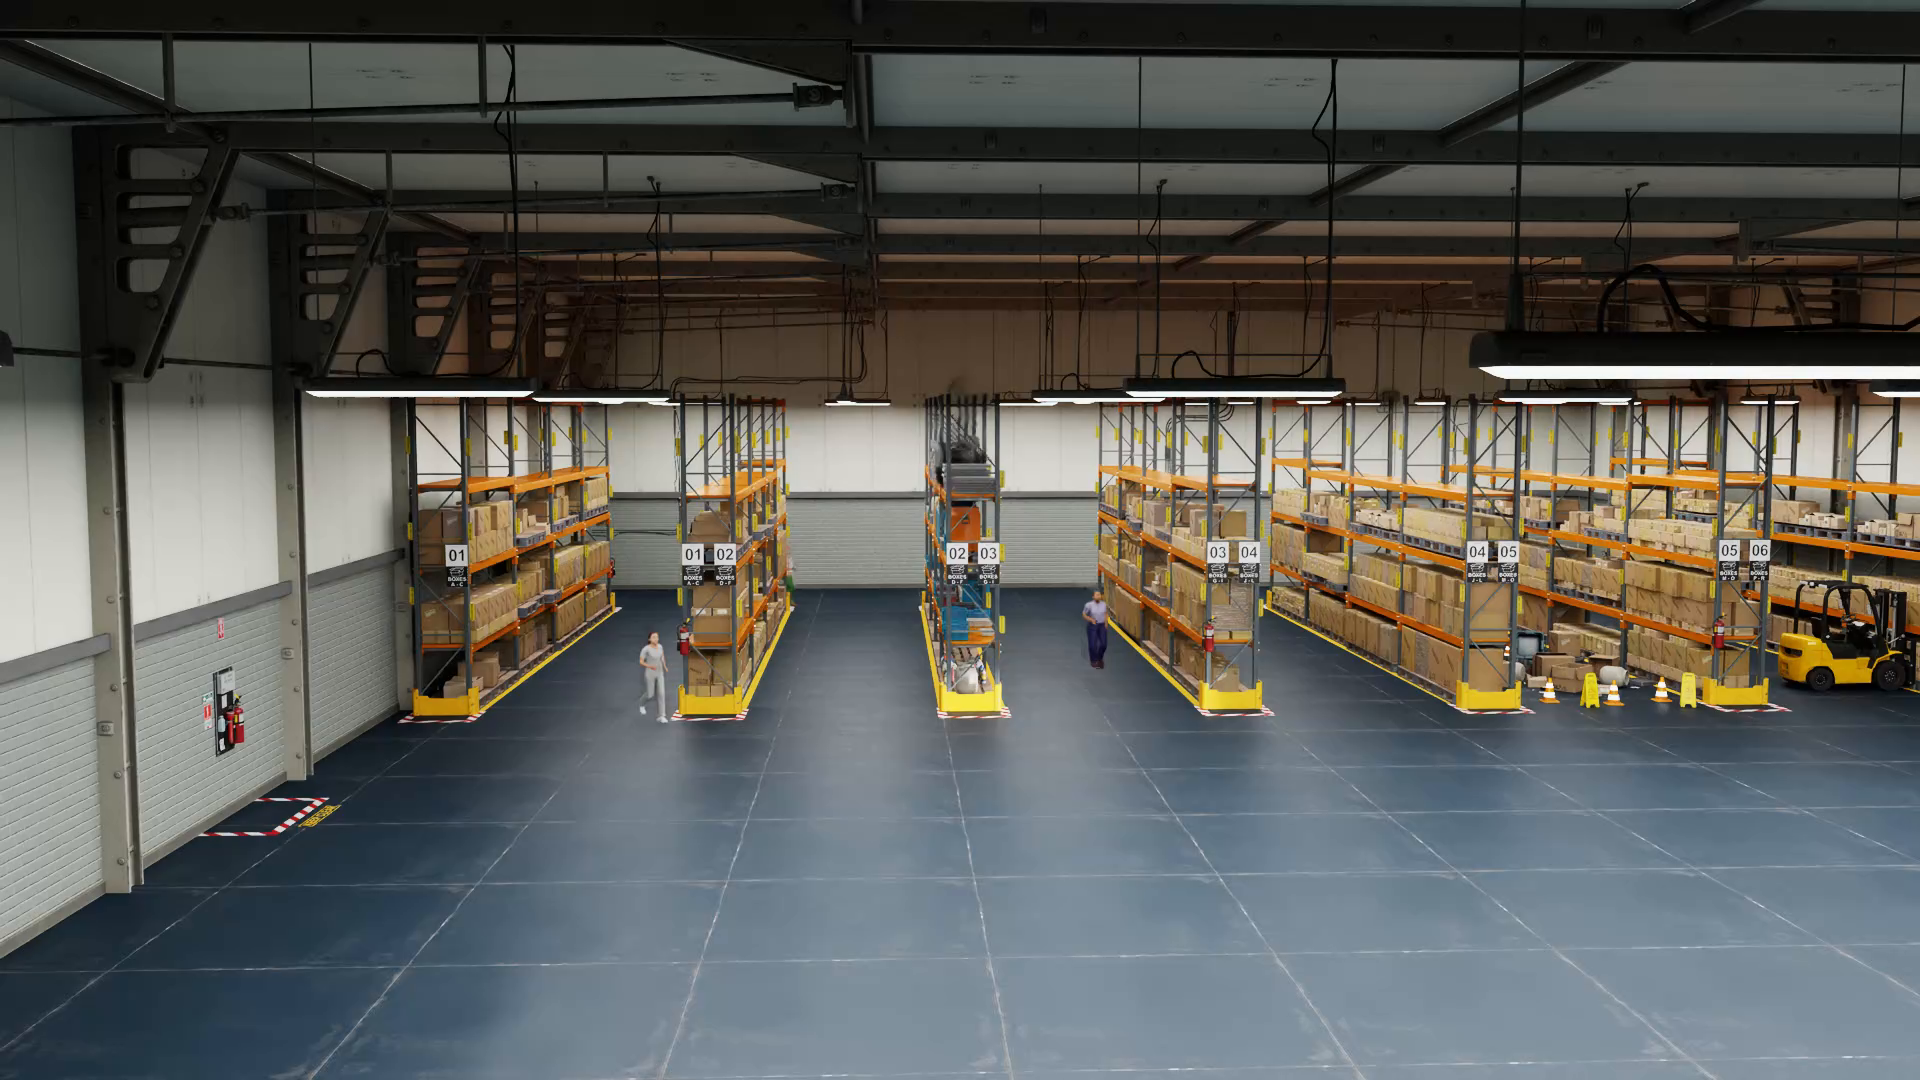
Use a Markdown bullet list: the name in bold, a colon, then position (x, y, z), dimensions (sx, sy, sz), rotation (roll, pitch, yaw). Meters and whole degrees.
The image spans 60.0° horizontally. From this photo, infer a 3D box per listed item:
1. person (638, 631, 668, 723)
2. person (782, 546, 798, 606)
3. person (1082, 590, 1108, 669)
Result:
- **person**: position (-5.605, 2.480, 30.409), dimensions (0.578, 1.654, 0.943), rotation (-4, 6, -40)
- **person**: position (-5.061, 1.037, 48.353), dimensions (0.731, 1.768, 0.693), rotation (1, 5, 14)
- **person**: position (2.873, 1.889, 34.909), dimensions (0.604, 1.680, 0.580), rotation (-1, 5, -11)
